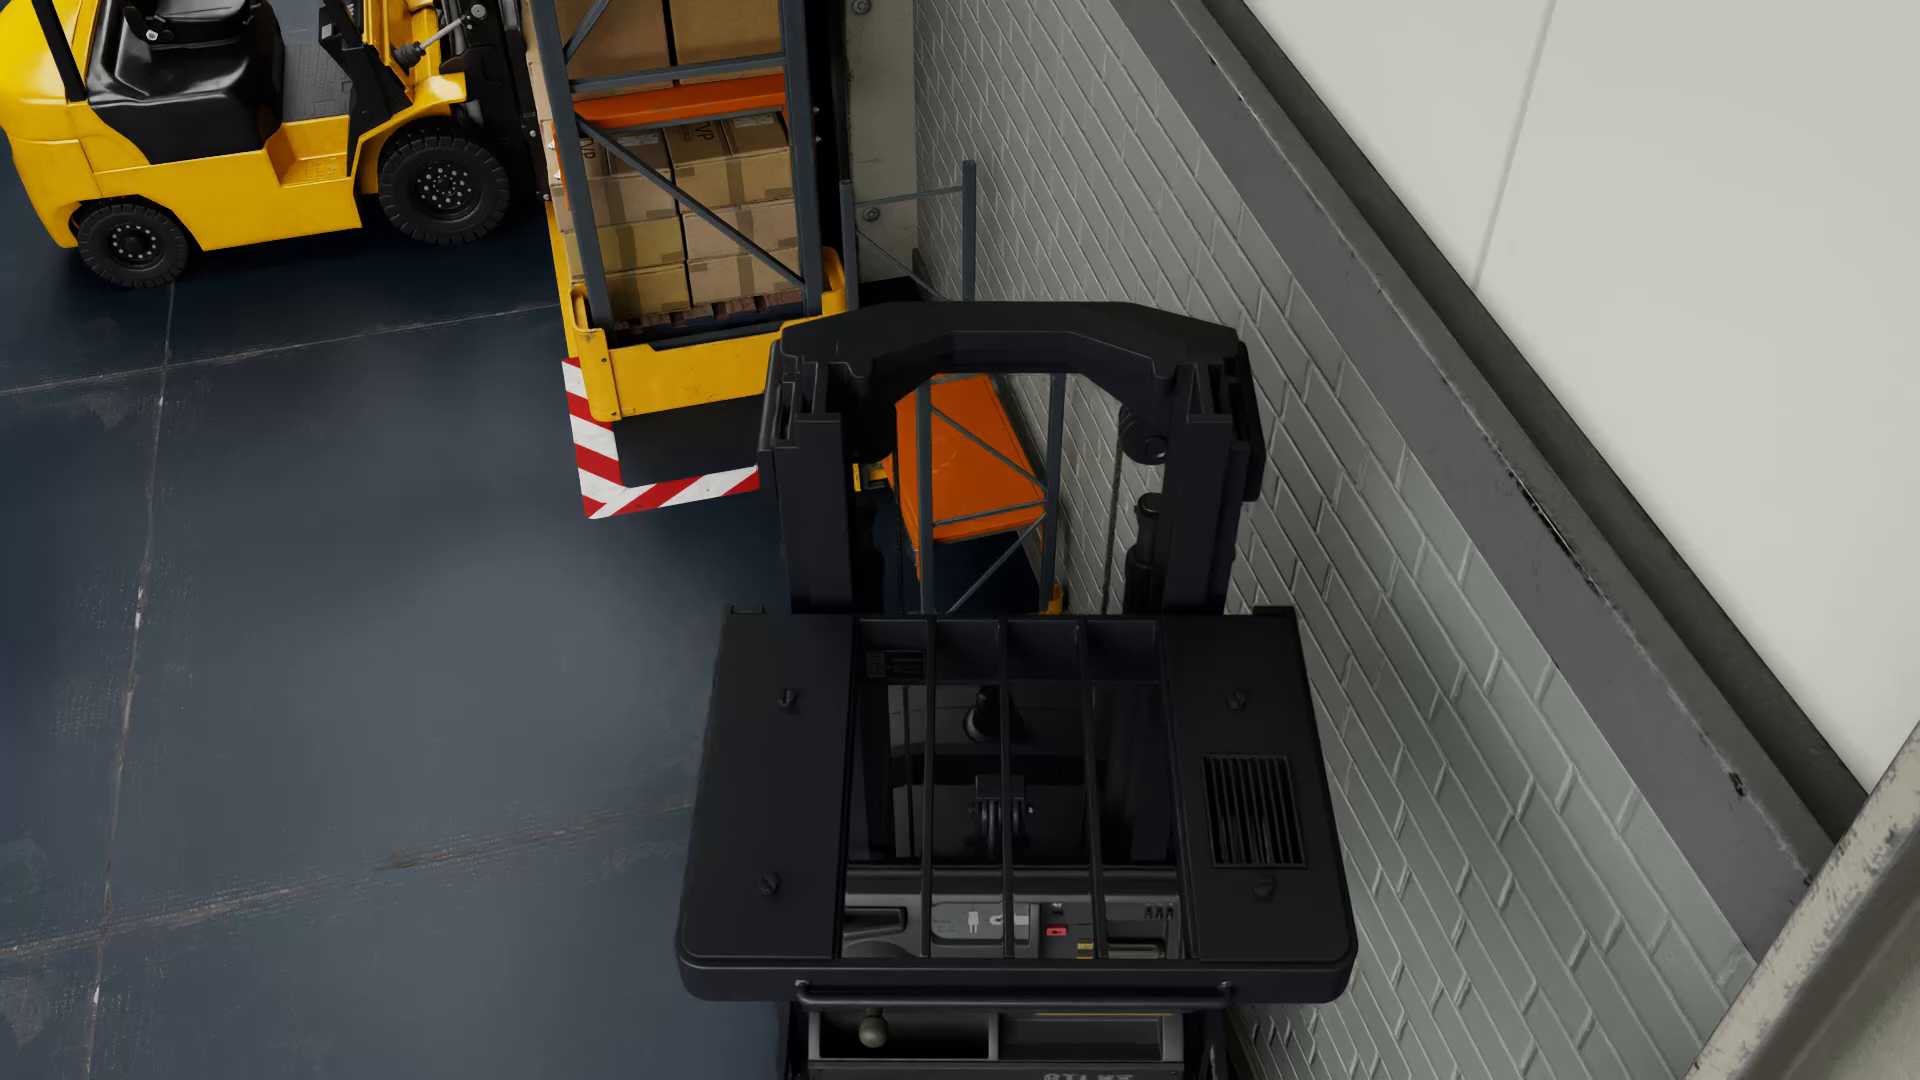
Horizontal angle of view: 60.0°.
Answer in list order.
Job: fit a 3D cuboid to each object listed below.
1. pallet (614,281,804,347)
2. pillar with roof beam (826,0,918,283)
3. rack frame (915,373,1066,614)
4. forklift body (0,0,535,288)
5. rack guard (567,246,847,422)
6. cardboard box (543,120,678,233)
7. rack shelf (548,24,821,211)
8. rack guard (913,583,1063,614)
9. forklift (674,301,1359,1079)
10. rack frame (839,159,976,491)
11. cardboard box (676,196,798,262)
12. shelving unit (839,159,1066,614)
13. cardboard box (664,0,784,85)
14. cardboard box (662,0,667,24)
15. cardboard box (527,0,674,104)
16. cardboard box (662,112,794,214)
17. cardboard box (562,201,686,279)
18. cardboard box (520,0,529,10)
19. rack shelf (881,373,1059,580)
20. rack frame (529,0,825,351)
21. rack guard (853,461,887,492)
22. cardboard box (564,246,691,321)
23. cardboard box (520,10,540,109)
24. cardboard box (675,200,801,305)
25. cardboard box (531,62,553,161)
[{"bbox_3d":[-1.321,-1.341,7.916,1.003,0.211,1.213,-11,47,-10],"label":"pallet"},{"bbox_3d":[-4.553,-3.754,4.129,9.100,9.000,0.400,-11,47,-10],"label":"pillar with roof beam"},{"bbox_3d":[0.101,-0.090,5.788,0.500,1.500,0.032,-12,47,-11],"label":"rack frame"},{"bbox_3d":[-3.333,-2.475,7.669,2.313,2.155,1.214,-11,47,-10],"label":"forklift body"},{"bbox_3d":[-1.078,-0.905,7.287,1.175,0.500,0.348,-11,47,-10],"label":"rack guard"},{"bbox_3d":[-1.504,-1.592,7.141,0.500,0.250,0.500,-9,46,-9],"label":"cardboard box"},{"bbox_3d":[-1.596,-2.925,8.020,1.077,0.370,4.000,-11,47,-10],"label":"rack shelf"},{"bbox_3d":[0.096,0.334,6.248,0.587,0.250,0.087,-12,47,-11],"label":"rack guard"},{"bbox_3d":[0.091,1.060,3.659,1.130,2.935,3.031,0,46,0],"label":"forklift"},{"bbox_3d":[-0.186,-0.787,6.471,0.500,1.500,0.032,-12,47,-11],"label":"rack frame"},{"bbox_3d":[-1.004,-1.518,7.419,0.500,0.250,0.500,-10,46,-10],"label":"cardboard box"},{"bbox_3d":[-0.045,-0.445,6.136,0.587,1.500,1.083,-12,47,-11],"label":"shelving unit"},{"bbox_3d":[-0.943,-2.224,6.759,0.500,0.500,0.500,-9,46,-9],"label":"cardboard box"},{"bbox_3d":[-1.097,-2.580,7.108,0.500,0.500,0.500,-9,46,-9],"label":"cardboard box"},{"bbox_3d":[-1.464,-2.123,6.660,0.500,0.500,0.500,-12,47,-11],"label":"cardboard box"},{"bbox_3d":[-1.024,-1.697,7.244,0.500,0.250,0.500,-11,47,-11],"label":"cardboard box"},{"bbox_3d":[-1.511,-1.435,7.337,0.500,0.250,0.500,-11,47,-11],"label":"cardboard box"},{"bbox_3d":[-1.901,-2.641,8.169,0.500,0.250,0.500,-12,47,-11],"label":"cardboard box"},{"bbox_3d":[-0.042,-0.313,6.258,0.538,0.185,1.000,-12,47,-11],"label":"rack shelf"},{"bbox_3d":[-1.084,-1.796,6.410,1.000,3.000,0.127,-11,47,-10],"label":"rack frame"},{"bbox_3d":[-0.185,-0.349,6.917,0.587,0.250,0.087,-12,47,-11],"label":"rack guard"},{"bbox_3d":[-1.510,-1.247,7.503,0.500,0.250,0.500,-10,46,-10],"label":"cardboard box"},{"bbox_3d":[-1.779,-2.290,7.825,0.500,0.250,0.500,-10,46,-10],"label":"cardboard box"},{"bbox_3d":[-1.021,-1.356,7.609,0.500,0.250,0.500,-11,47,-10],"label":"cardboard box"},{"bbox_3d":[-1.640,-1.943,7.485,0.500,0.250,0.500,-10,46,-10],"label":"cardboard box"}]
